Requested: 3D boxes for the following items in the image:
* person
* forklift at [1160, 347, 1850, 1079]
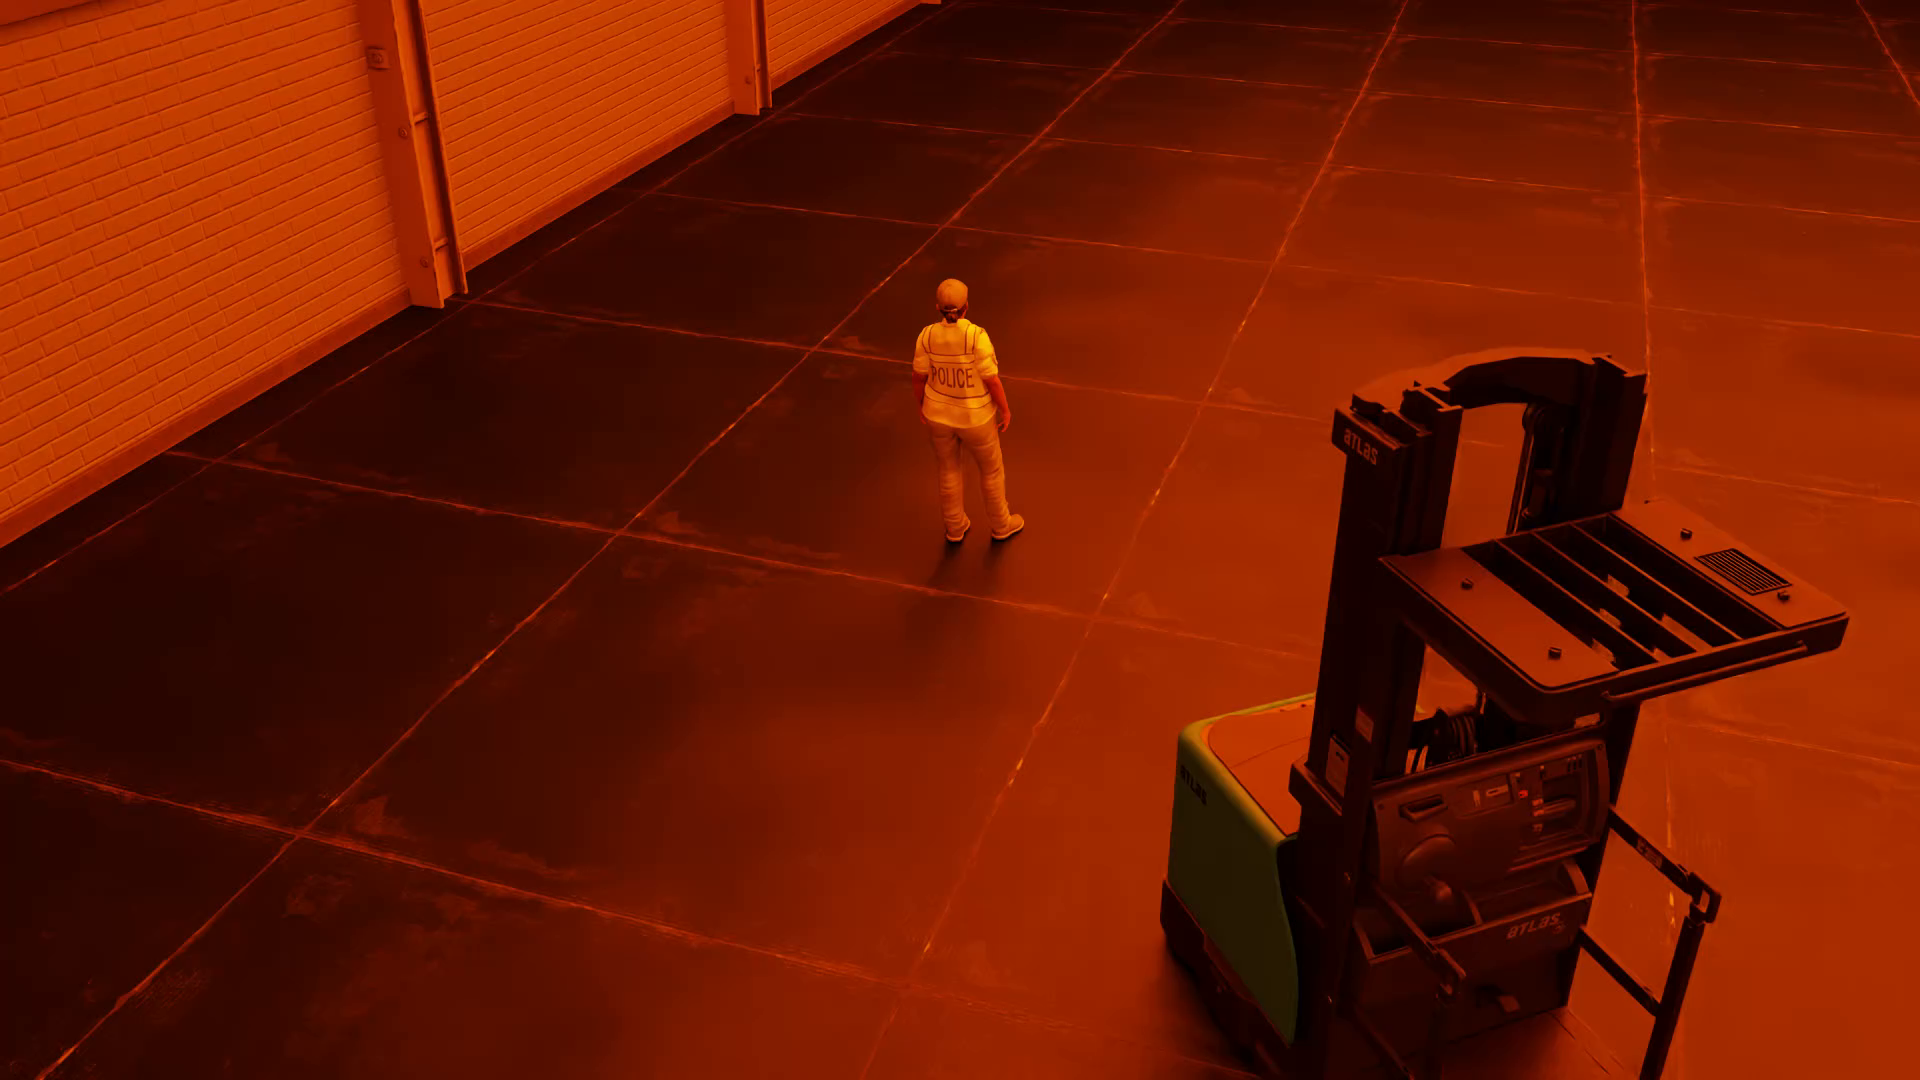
[{"bbox_3d":[0.047,-0.762,9.736,0.598,1.670,0.529,10,31,16],"label":"person"},{"bbox_3d":[1.867,0.987,5.405,1.130,2.935,3.031,-11,32,-19],"label":"forklift"}]
